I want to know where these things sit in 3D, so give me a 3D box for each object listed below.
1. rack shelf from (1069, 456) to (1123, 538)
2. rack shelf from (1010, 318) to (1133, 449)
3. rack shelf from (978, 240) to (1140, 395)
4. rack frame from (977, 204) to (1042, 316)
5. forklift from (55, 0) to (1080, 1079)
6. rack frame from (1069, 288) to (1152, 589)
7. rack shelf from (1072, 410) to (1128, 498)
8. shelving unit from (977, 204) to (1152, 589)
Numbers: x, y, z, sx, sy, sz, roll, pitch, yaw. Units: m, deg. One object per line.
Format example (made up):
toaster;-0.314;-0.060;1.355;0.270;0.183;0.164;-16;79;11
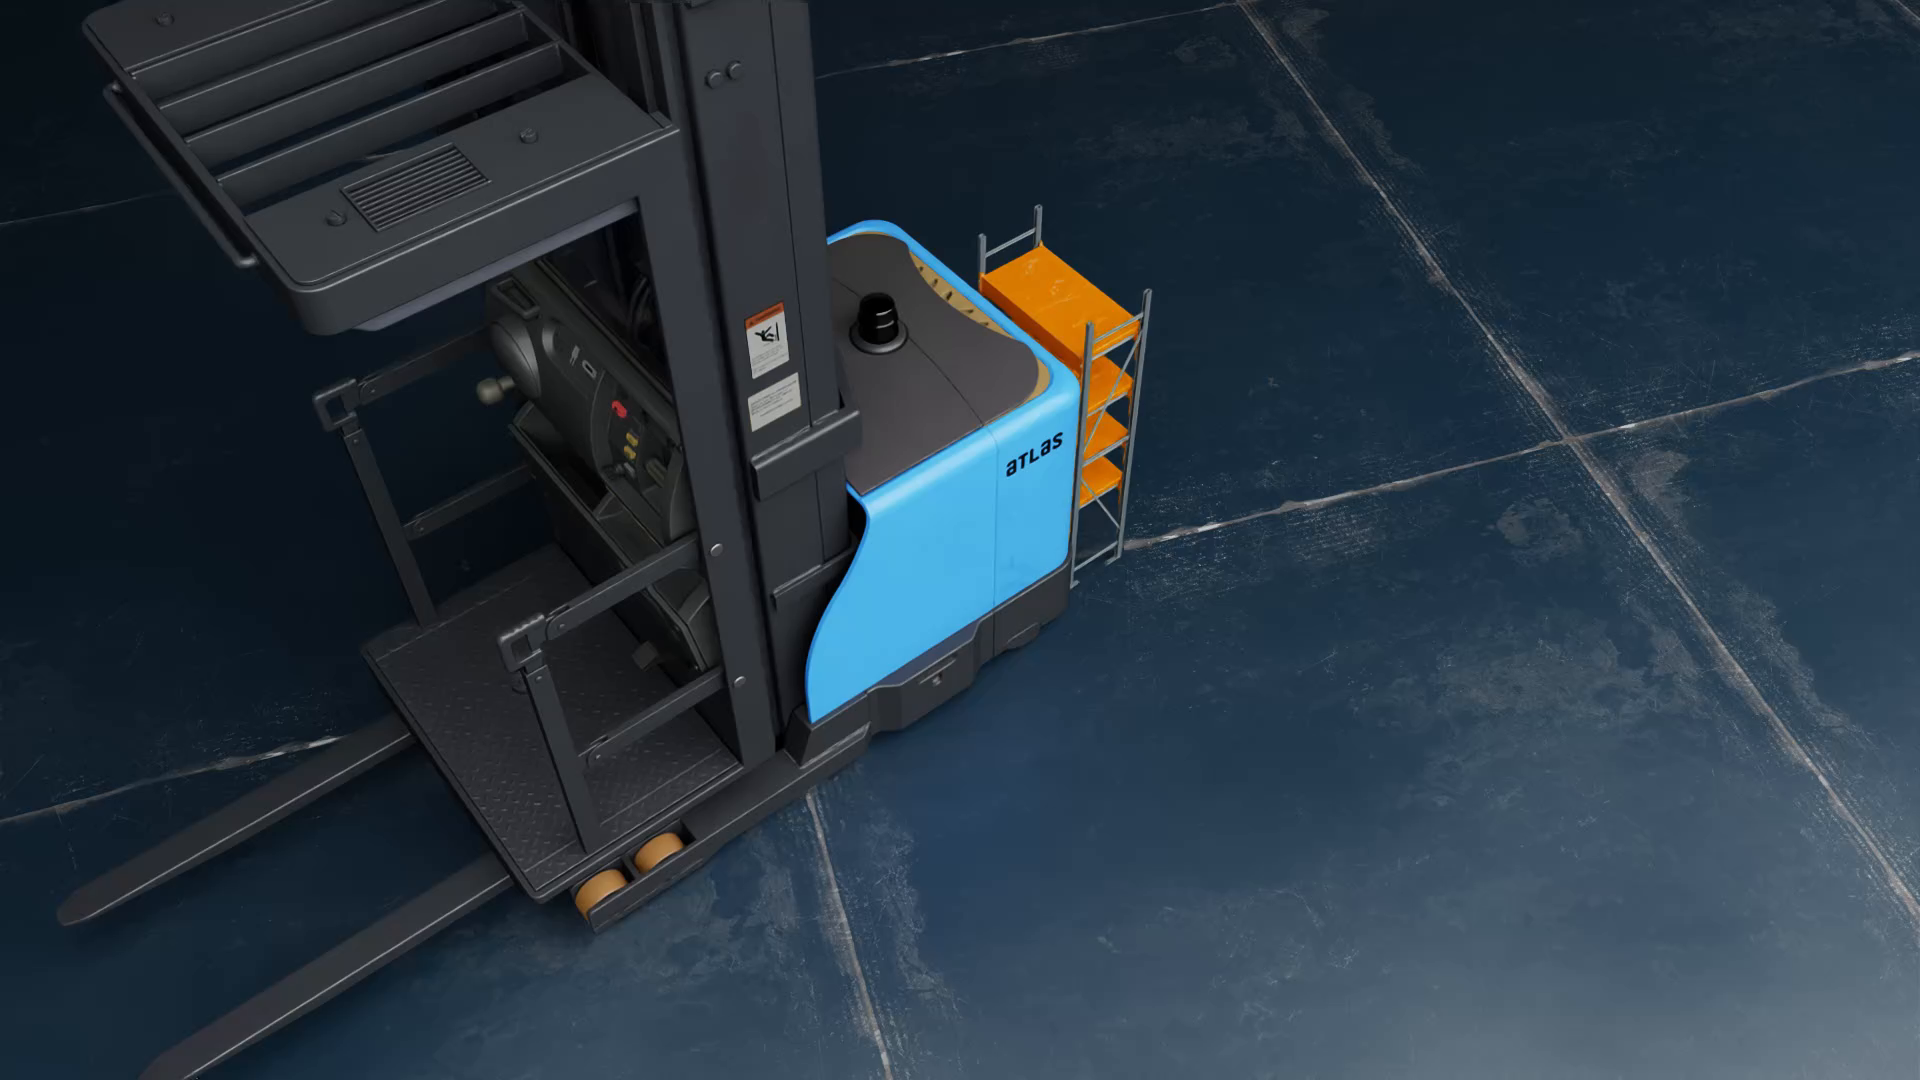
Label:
rack shelf;0.301;-0.252;5.525;0.258;0.148;0.480;-31;57;-24
rack shelf;0.302;-0.525;5.203;0.258;0.148;0.480;-31;57;-24
rack shelf;0.303;-0.677;5.022;0.258;0.148;0.480;-31;57;-24
rack frame;0.150;-0.570;5.445;0.240;1.200;0.015;-31;57;-24
forklift;-1.109;-0.295;4.081;3.031;2.935;1.130;-31;57;-24
rack frame;0.454;-0.278;5.199;0.240;1.200;0.015;-31;57;-24
rack shelf;0.302;-0.380;5.373;0.258;0.148;0.480;-31;57;-24
shelving unit;0.302;-0.424;5.322;0.258;1.200;0.503;-31;57;-24
